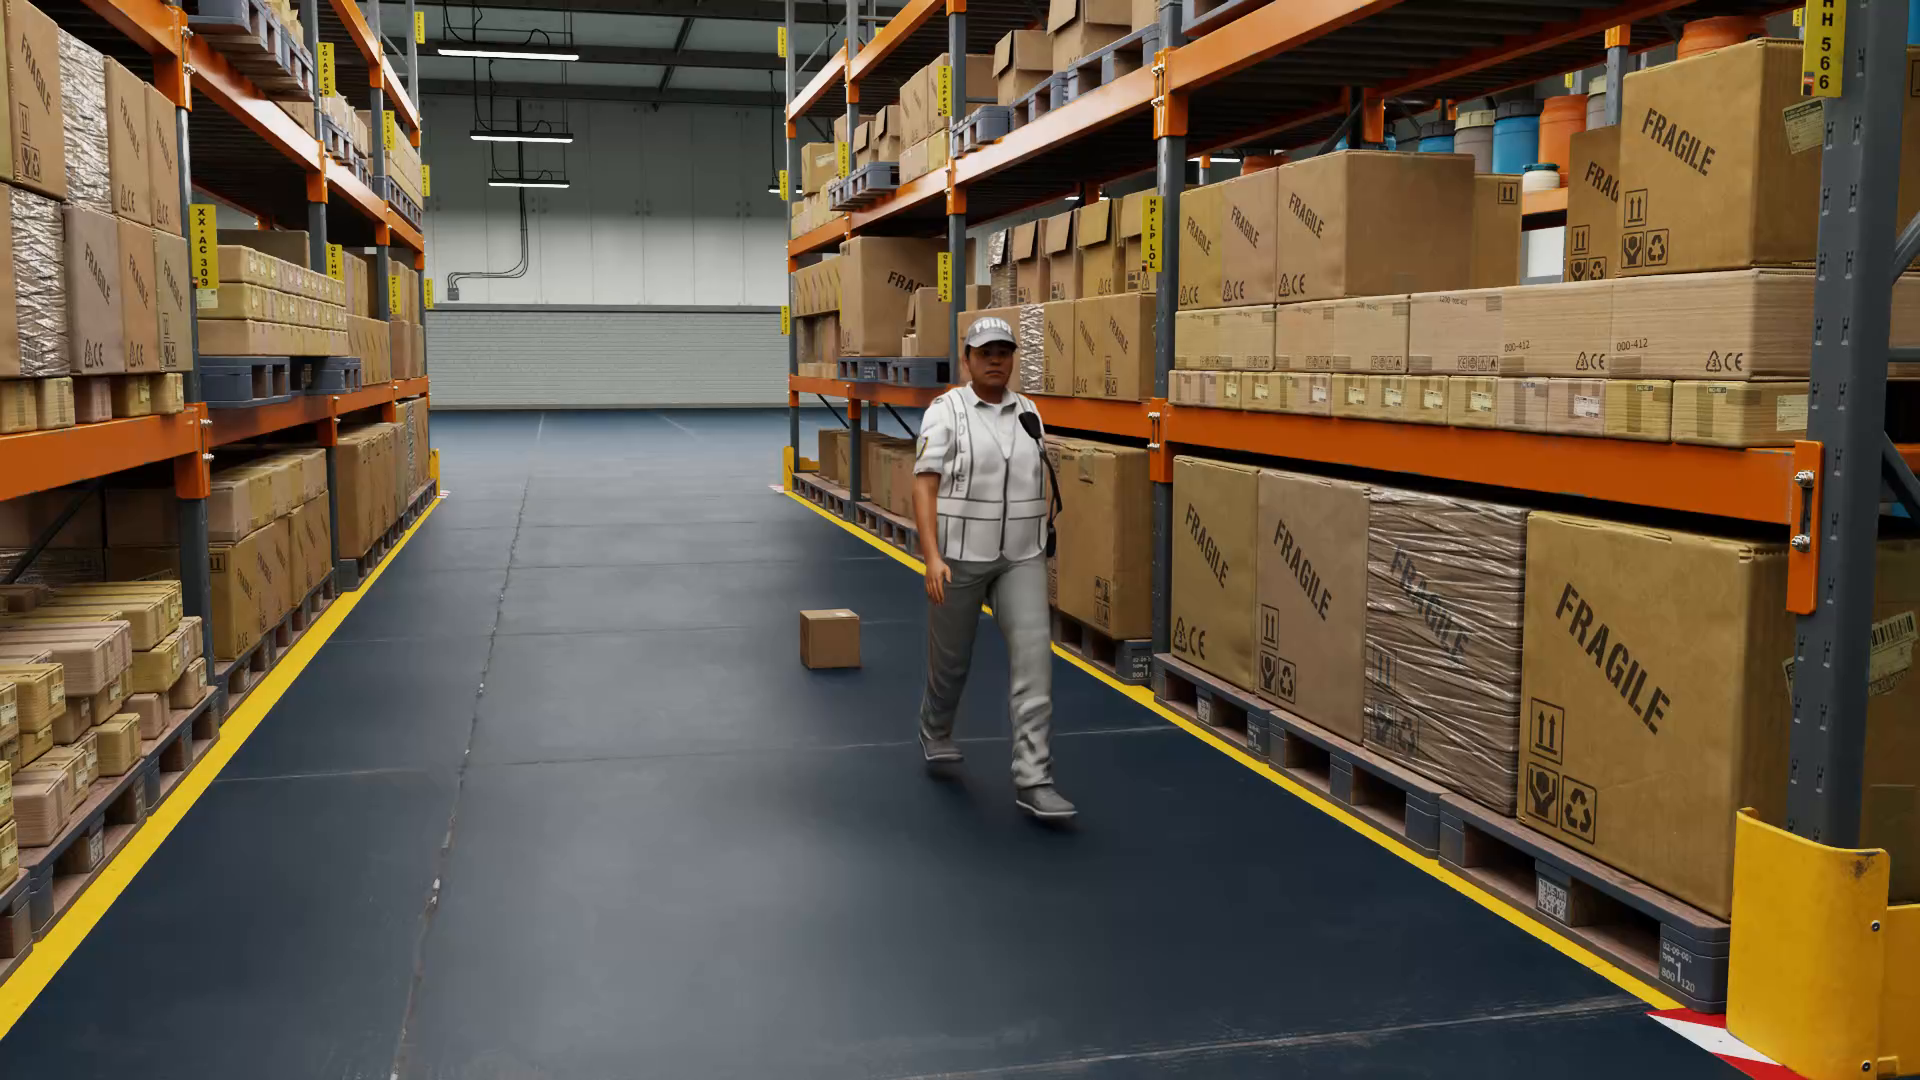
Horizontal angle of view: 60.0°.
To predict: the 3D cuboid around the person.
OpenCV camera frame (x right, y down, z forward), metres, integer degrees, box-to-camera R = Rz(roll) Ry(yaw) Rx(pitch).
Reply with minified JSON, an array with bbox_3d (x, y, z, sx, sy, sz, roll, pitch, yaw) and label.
[{"bbox_3d":[0.083,0.060,5.603,0.497,1.613,0.989,-2,6,-16],"label":"person"}]
